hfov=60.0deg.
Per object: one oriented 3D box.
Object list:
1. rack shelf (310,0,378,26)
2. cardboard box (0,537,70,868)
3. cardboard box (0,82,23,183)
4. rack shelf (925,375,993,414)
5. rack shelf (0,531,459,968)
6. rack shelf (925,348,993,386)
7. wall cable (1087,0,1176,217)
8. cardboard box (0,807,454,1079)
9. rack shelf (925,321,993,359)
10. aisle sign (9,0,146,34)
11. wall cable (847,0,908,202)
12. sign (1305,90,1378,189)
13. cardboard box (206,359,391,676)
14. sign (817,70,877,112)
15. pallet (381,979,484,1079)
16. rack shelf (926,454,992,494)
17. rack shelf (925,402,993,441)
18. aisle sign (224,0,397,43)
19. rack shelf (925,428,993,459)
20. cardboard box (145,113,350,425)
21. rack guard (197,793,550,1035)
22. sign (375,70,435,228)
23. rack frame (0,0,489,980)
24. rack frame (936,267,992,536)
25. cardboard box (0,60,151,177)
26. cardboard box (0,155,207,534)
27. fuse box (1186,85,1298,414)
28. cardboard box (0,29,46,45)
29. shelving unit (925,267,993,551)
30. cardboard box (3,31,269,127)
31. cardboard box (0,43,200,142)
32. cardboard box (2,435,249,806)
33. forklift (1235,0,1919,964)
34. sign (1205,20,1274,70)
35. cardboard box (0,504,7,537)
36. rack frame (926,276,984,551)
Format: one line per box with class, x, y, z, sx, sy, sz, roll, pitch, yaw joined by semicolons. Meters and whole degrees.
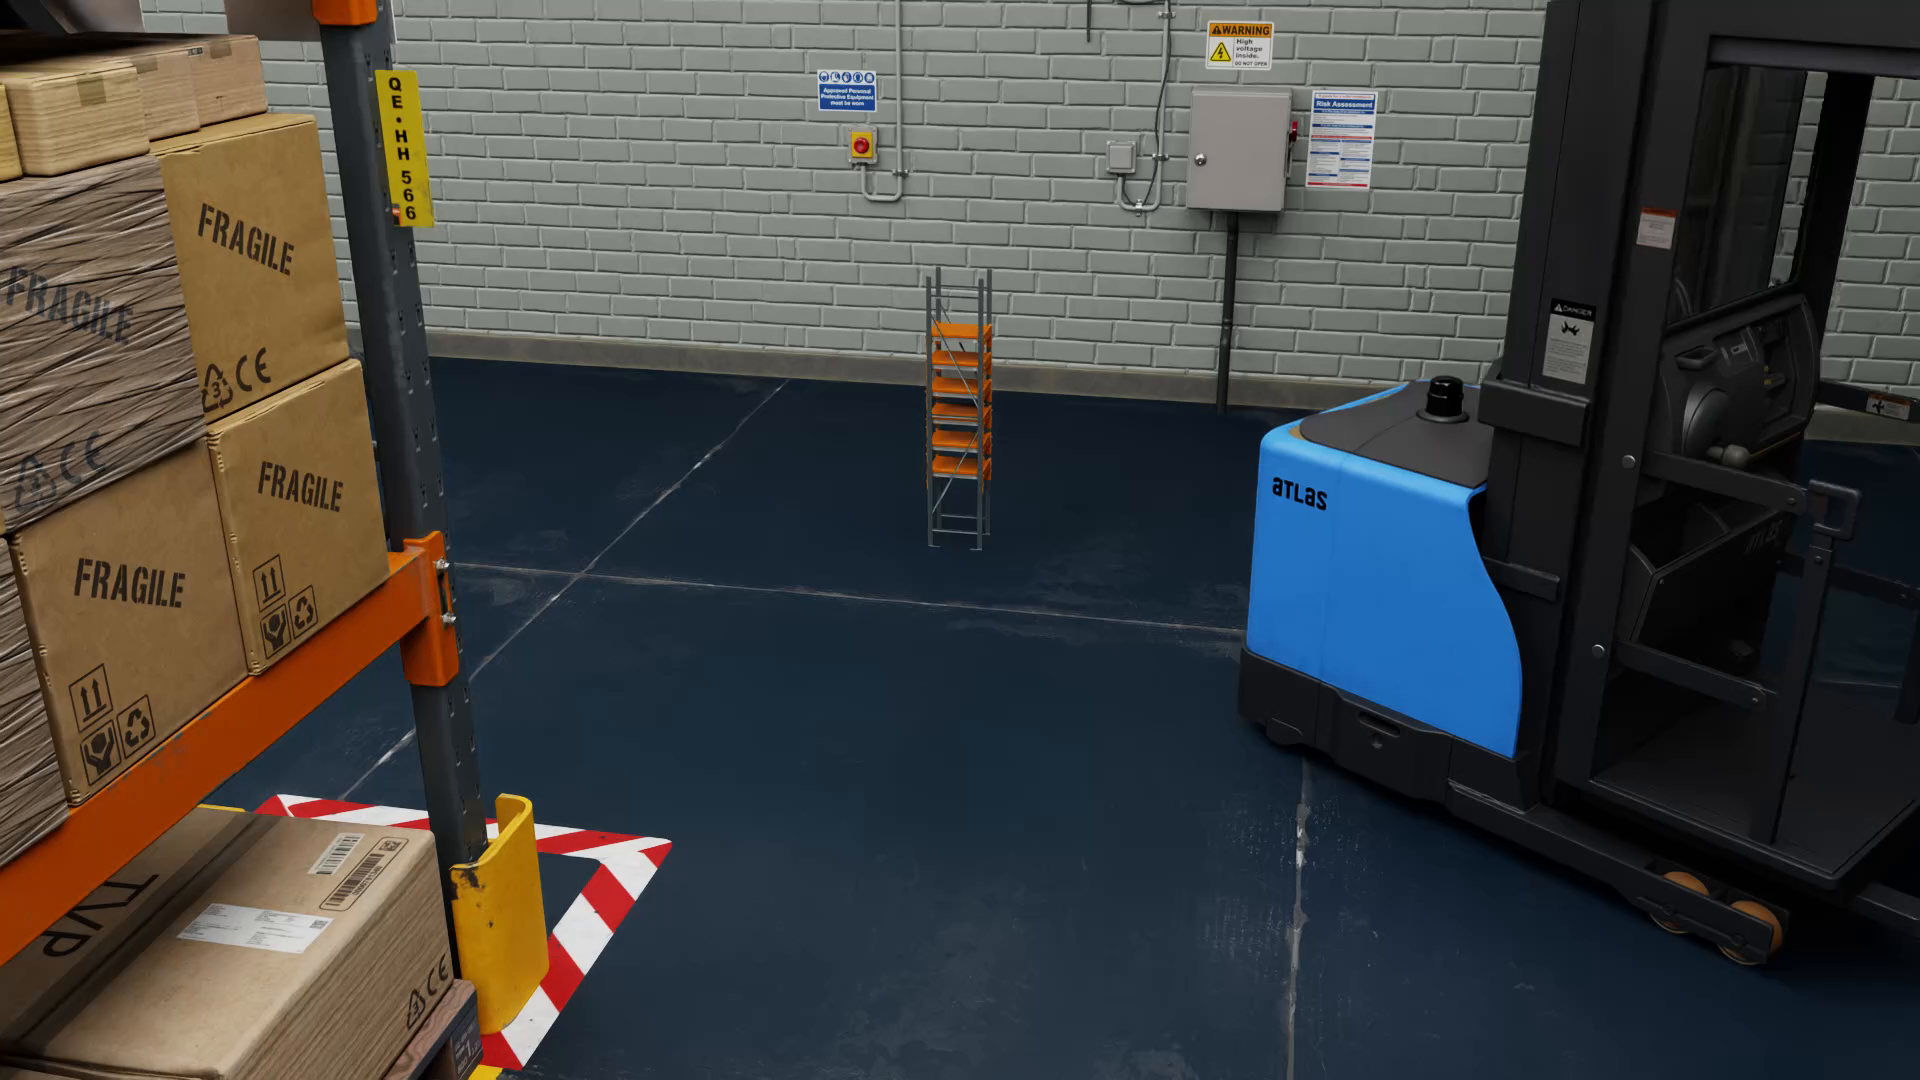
rack shelf;-2.115;-0.553;1.658;1.077;0.370;4.000;4;22;11
cardboard box;-1.759;0.295;2.472;0.500;0.500;0.500;5;22;12
cardboard box;-1.675;-0.606;2.503;0.380;0.149;0.250;5;22;12
rack shelf;-0.003;-0.621;7.088;0.258;0.103;0.180;4;22;11
rack shelf;-2.115;0.839;2.218;1.077;0.370;4.000;4;22;11
rack shelf;-0.003;-0.733;7.043;0.258;0.103;0.180;4;22;11
wall cable;0.811;-2.658;8.577;0.588;1.984;0.122;4;22;11
cardboard box;-1.744;1.016;3.682;0.875;0.438;0.875;4;22;9
rack shelf;-0.003;-0.844;6.998;0.258;0.103;0.180;4;22;11
aisle sign;-1.976;-1.481;3.535;0.394;0.787;0.004;4;22;11
wall cable;-0.580;-2.776;8.829;0.585;1.953;0.123;4;22;11
sign;1.973;-2.071;8.607;0.329;0.494;0.001;4;22;11
cardboard box;-1.547;-0.076;3.393;0.500;0.500;0.500;5;22;11
sign;-0.614;-2.442;9.039;0.327;0.218;0.001;4;22;11
pallet;-1.794;1.366;3.680;1.003;0.211;1.213;4;22;11
rack shelf;-0.003;-0.287;7.223;0.258;0.103;0.180;4;22;11
rack shelf;-0.003;-0.510;7.133;0.258;0.103;0.180;4;22;11
aisle sign;-1.389;-1.435;3.421;0.394;0.787;0.004;4;22;11
rack shelf;-0.003;-0.399;7.178;0.258;0.103;0.180;4;22;11
cardboard box;-1.573;-0.542;3.212;0.500;0.500;0.500;5;23;13
rack guard;-1.702;0.924;4.389;1.175;0.500;0.348;4;22;11
sign;-1.179;-0.827;3.524;0.100;0.325;0.005;4;22;11
rack frame;-1.707;-0.226;3.900;1.000;3.000;0.127;4;22;11
rack frame;0.016;-0.585;7.199;0.240;1.200;0.006;4;22;11
cardboard box;-1.583;-0.695;2.724;0.380;0.149;0.250;4;22;10
cardboard box;-1.650;-0.349;2.732;0.500;0.500;0.500;5;22;11
fuse box;1.447;-1.479;8.736;0.539;1.711;0.414;4;22;11
cardboard box;-2.051;-0.929;3.304;0.380;0.149;0.250;5;22;12
shelving unit;-0.003;-0.551;7.116;0.258;1.200;0.189;4;22;11
cardboard box;-1.584;-0.891;3.210;0.380;0.149;0.250;5;22;12
cardboard box;-1.613;-0.796;2.975;0.380;0.149;0.250;5;22;12
cardboard box;-1.664;0.106;2.940;0.500;0.500;0.500;4;22;10
forklift;2.309;-0.429;4.495;1.130;2.935;3.031;-19;29;-39
sign;1.435;-2.540;8.539;0.339;0.242;0.001;4;22;11
cardboard box;-1.755;-0.168;2.283;0.500;0.500;0.500;4;22;11
rack frame;-0.022;-0.518;7.033;0.240;1.200;0.006;4;22;11
